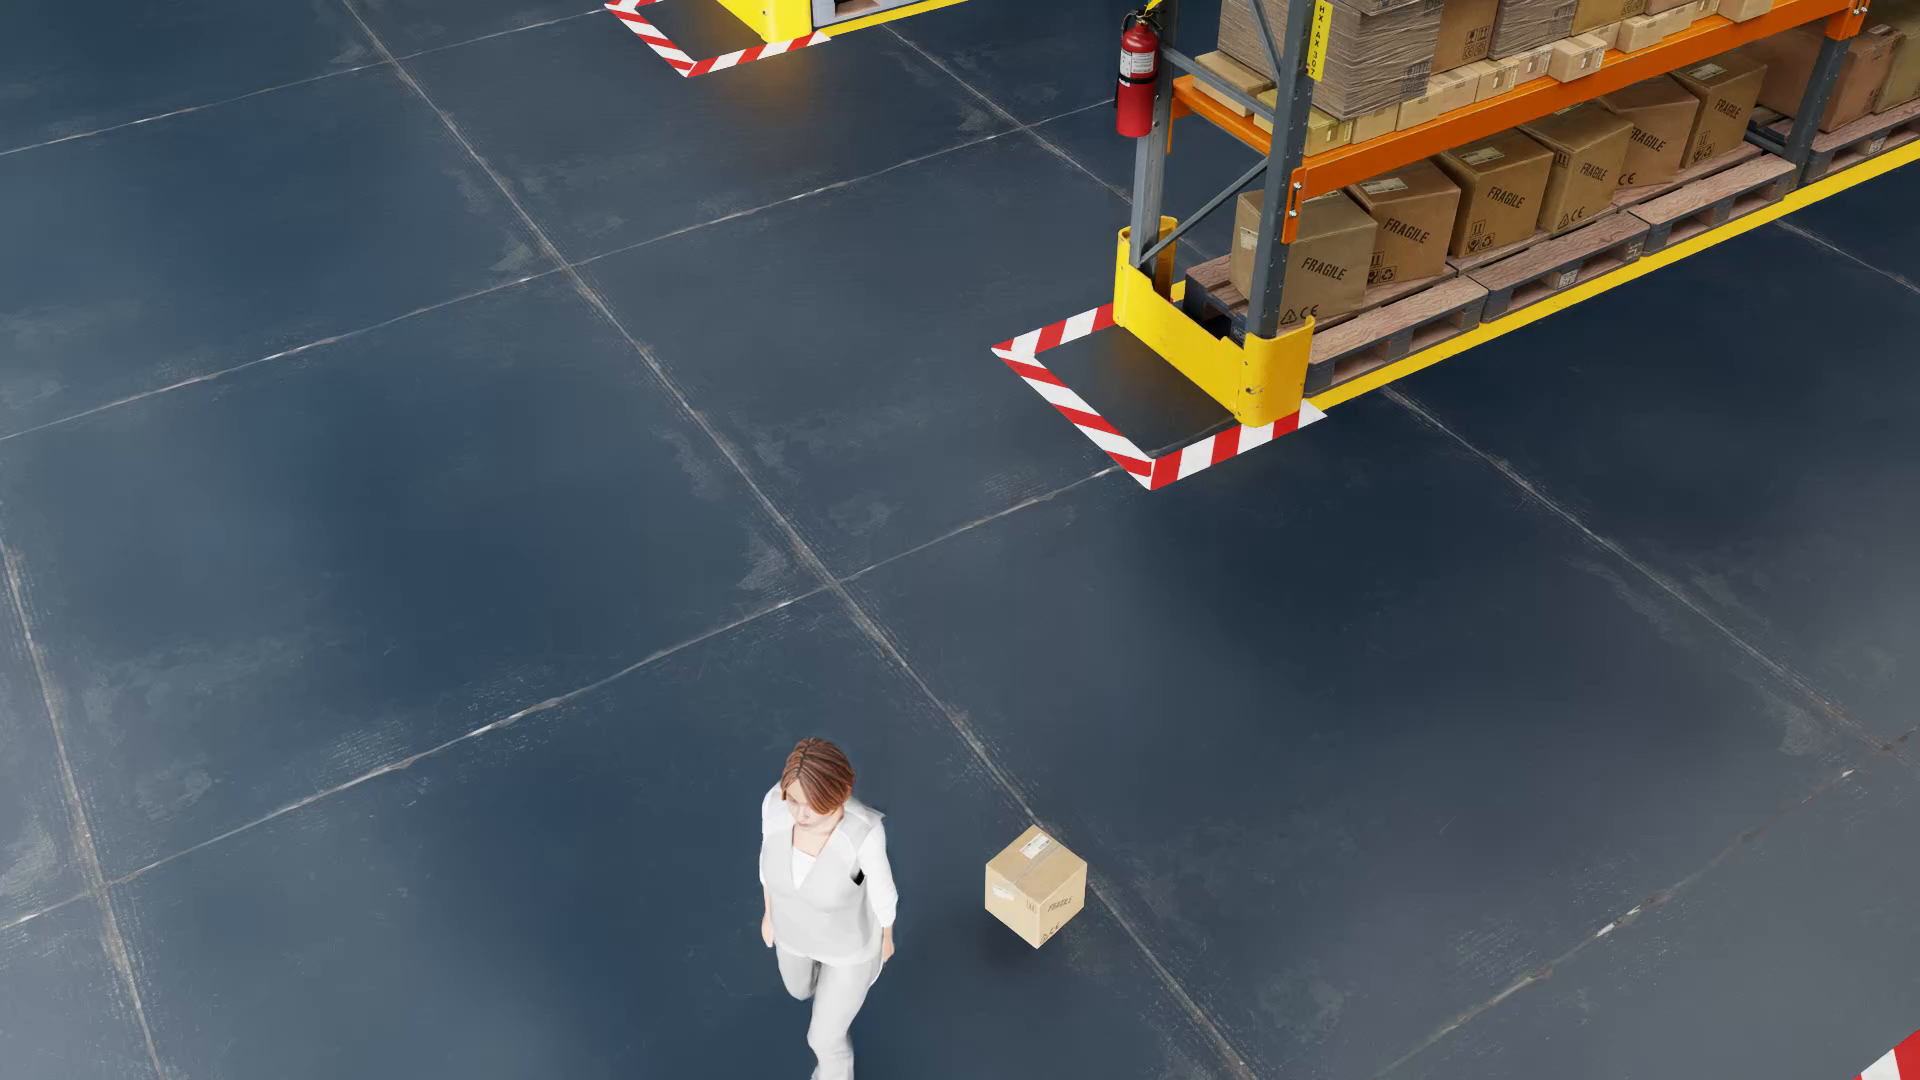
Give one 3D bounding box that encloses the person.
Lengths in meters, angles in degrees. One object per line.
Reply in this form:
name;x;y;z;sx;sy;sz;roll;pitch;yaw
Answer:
person;-0.361;1.095;4.902;0.414;1.565;0.784;19;45;20
